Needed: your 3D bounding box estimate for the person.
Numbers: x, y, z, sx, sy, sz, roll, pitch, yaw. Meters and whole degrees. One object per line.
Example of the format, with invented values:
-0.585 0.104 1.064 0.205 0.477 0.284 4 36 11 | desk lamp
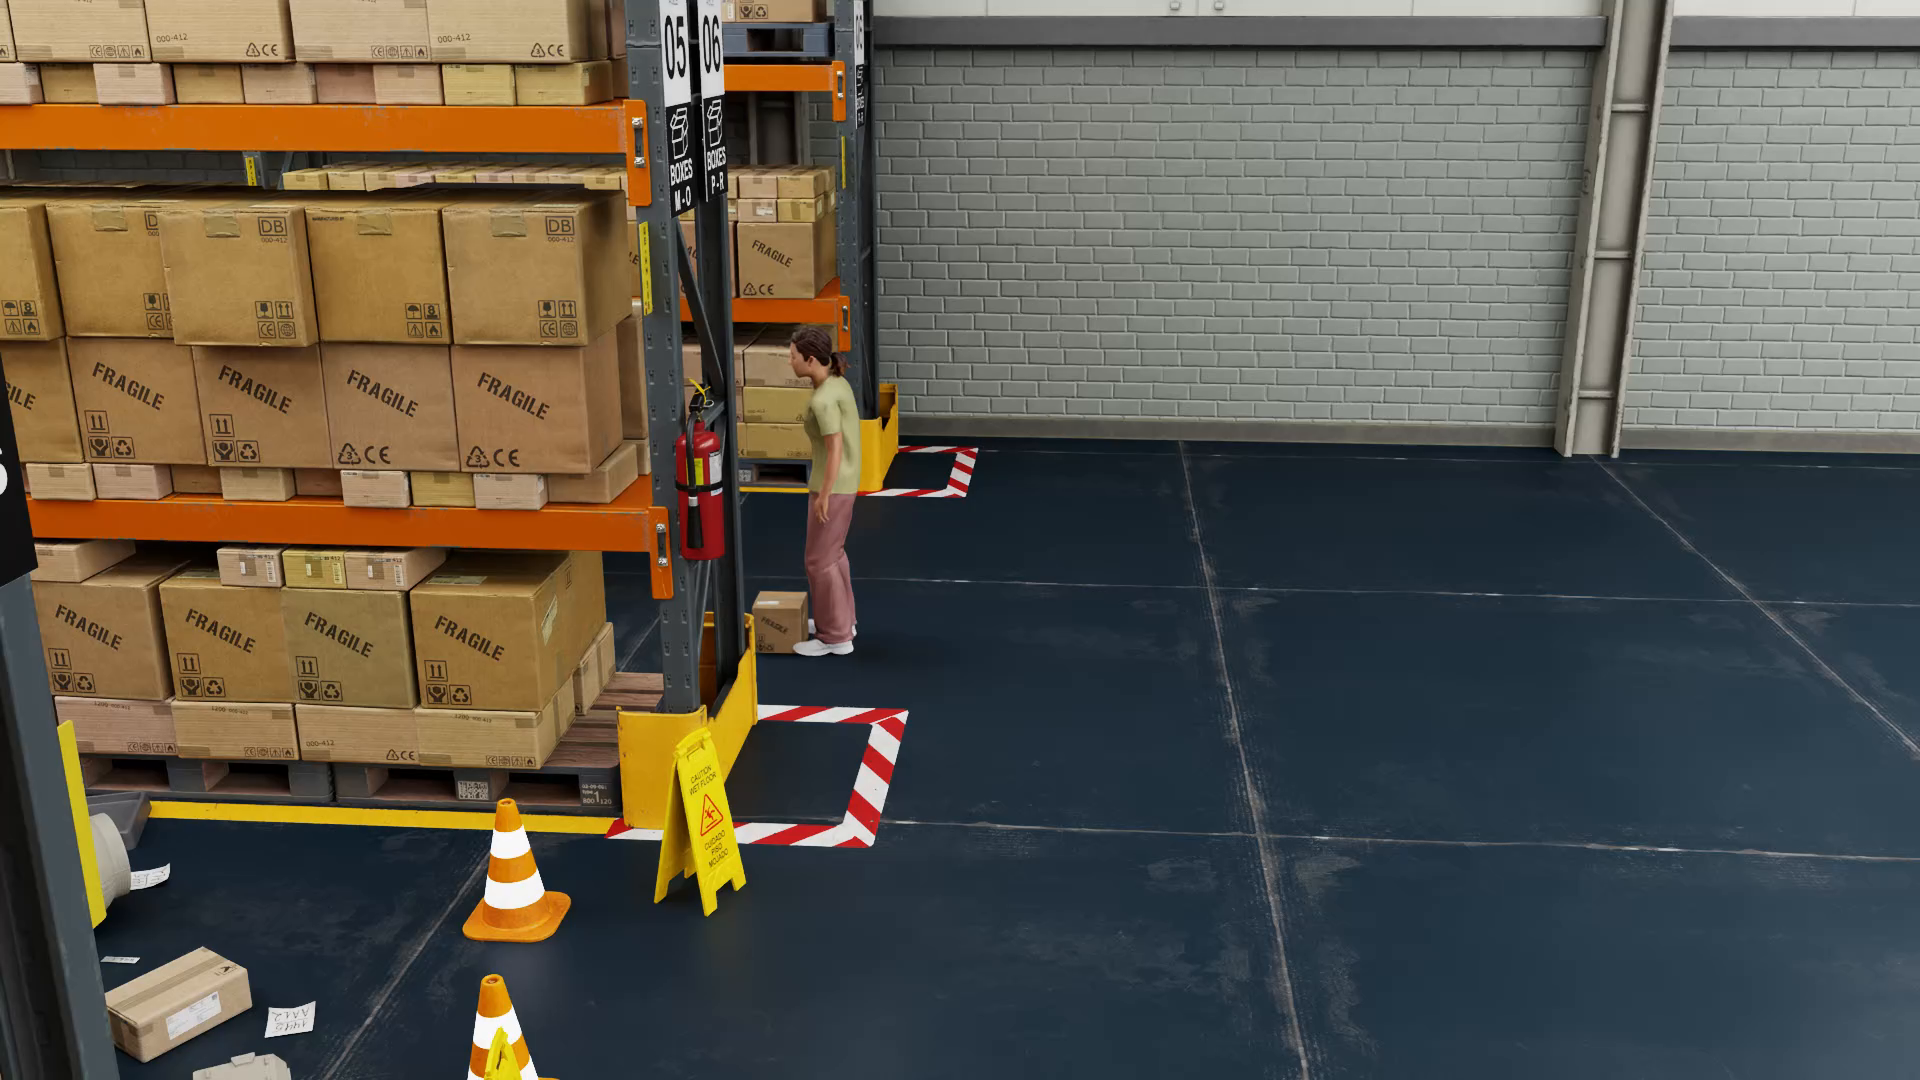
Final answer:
-0.671 -0.250 8.344 0.357 1.672 0.499 1 18 2 | person
